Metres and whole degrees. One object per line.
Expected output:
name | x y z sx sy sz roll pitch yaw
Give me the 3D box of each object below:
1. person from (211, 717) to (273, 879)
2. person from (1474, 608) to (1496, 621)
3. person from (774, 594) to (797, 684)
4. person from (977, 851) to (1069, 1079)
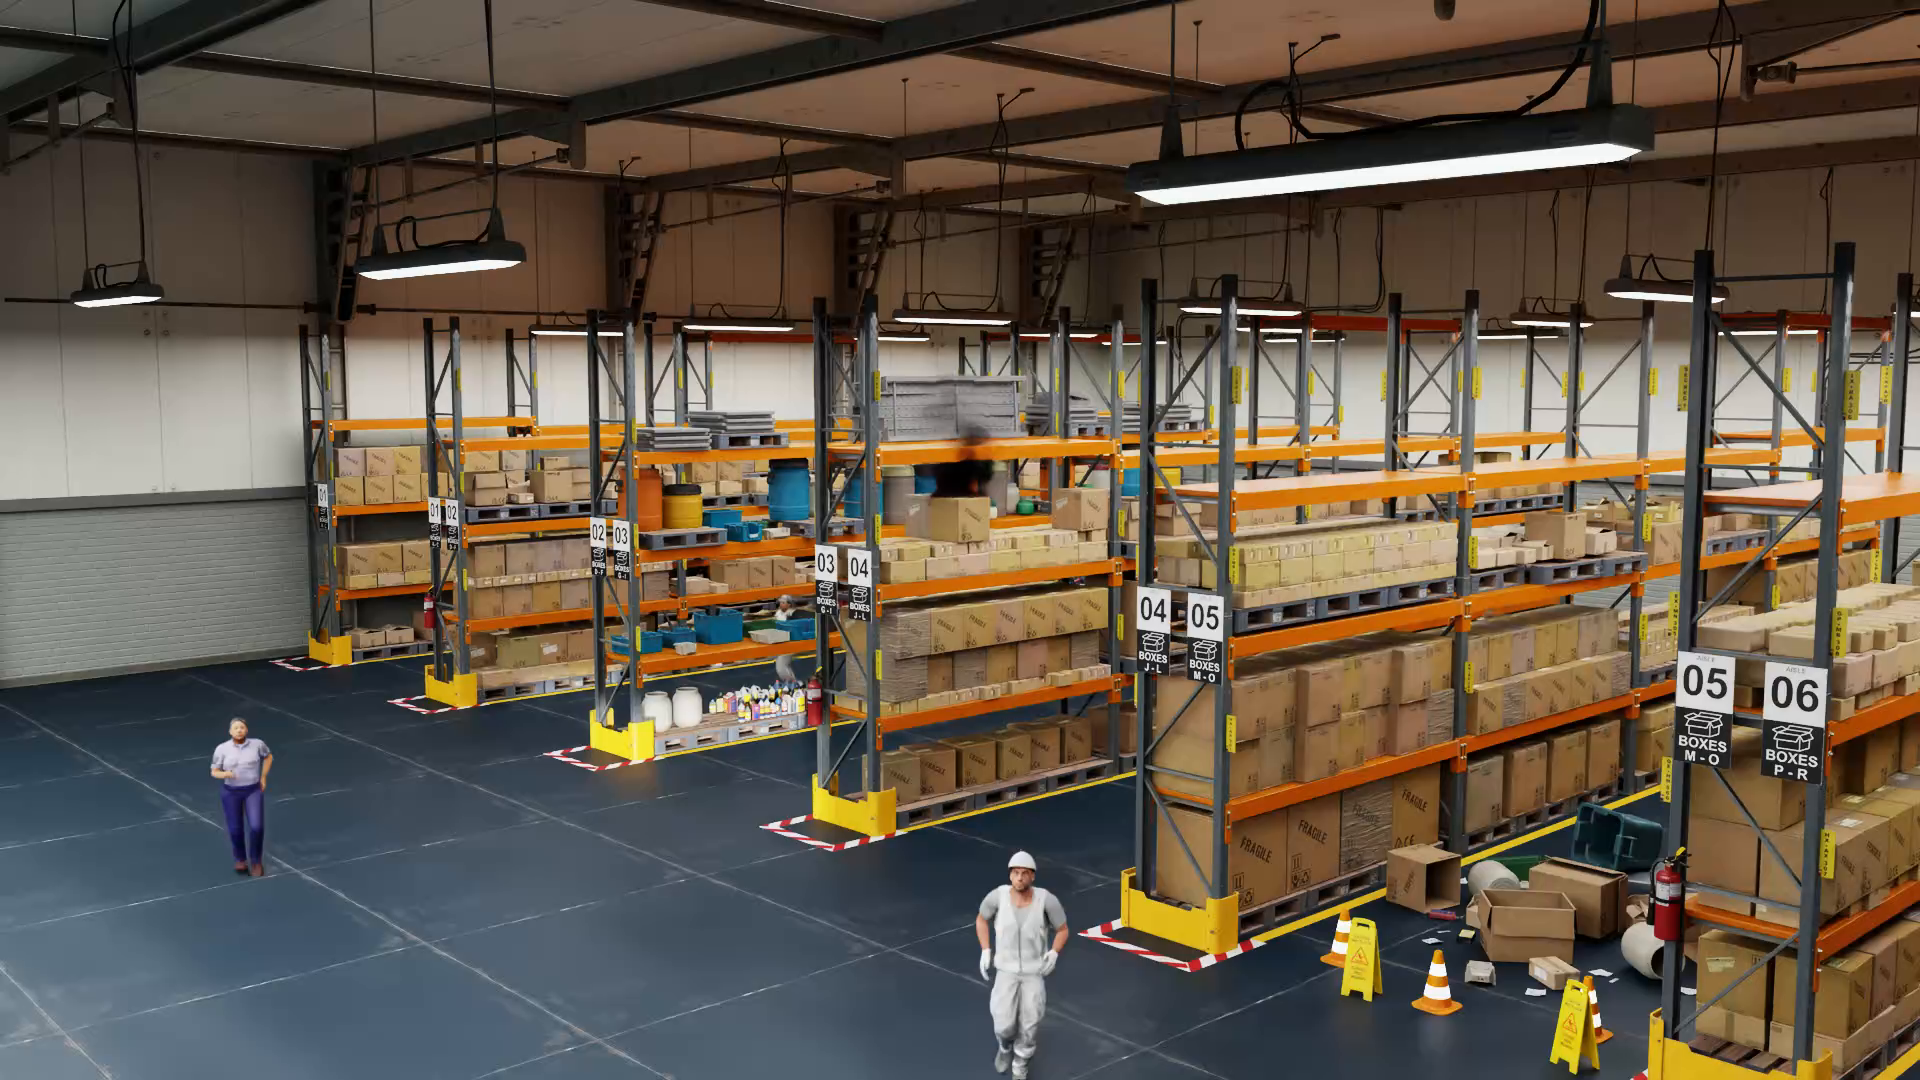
person | -7.328 2.647 17.005 0.586 1.676 0.661 -2 6 -23
person | 7.844 1.801 24.752 0.640 1.835 0.726 5 8 42
person | -2.761 1.705 26.220 0.586 1.695 0.661 6 8 45
person | 0.447 3.093 11.920 0.669 1.749 0.584 0 6 3
